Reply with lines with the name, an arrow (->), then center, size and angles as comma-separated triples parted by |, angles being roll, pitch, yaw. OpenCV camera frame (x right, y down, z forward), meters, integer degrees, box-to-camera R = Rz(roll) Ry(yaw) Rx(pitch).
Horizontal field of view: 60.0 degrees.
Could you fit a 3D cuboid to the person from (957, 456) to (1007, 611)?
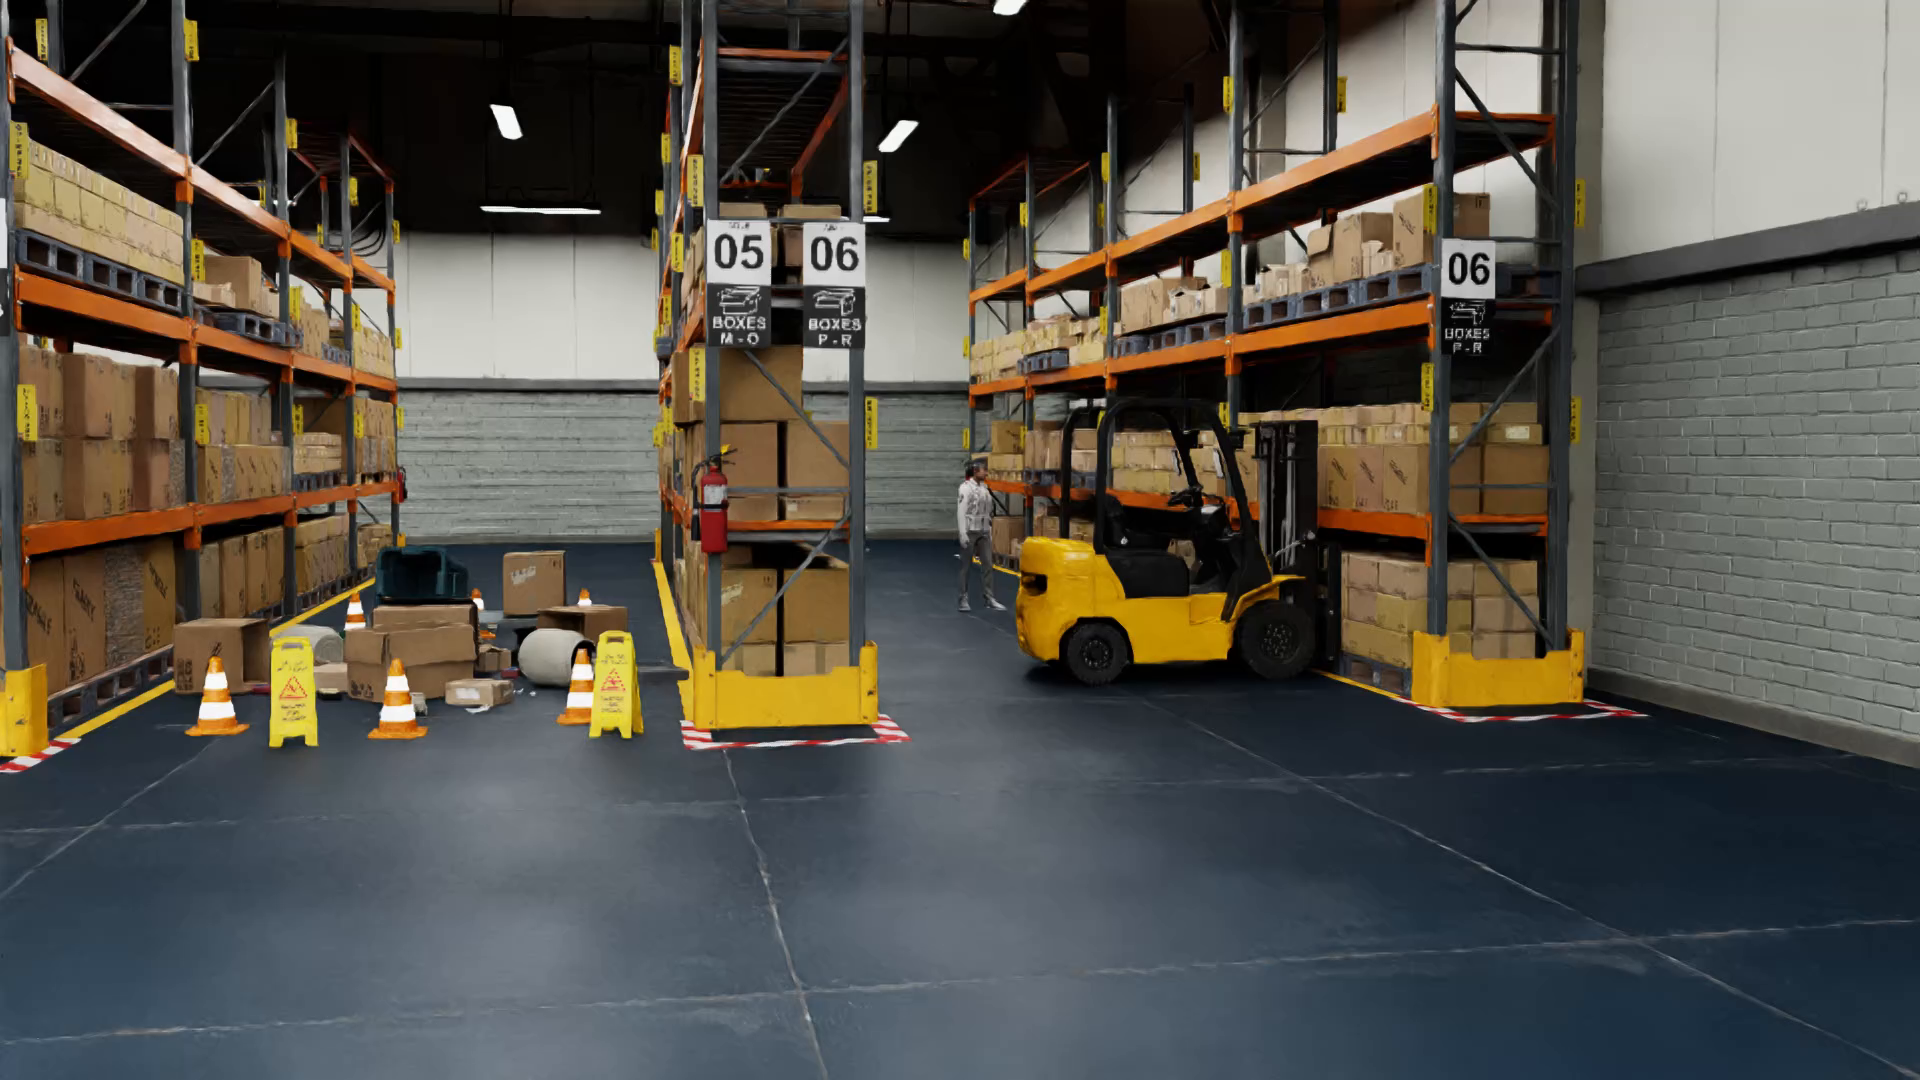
person -> 0.198, -0.071, 18.116 | 0.507, 1.678, 0.482 | -3, 4, -42
